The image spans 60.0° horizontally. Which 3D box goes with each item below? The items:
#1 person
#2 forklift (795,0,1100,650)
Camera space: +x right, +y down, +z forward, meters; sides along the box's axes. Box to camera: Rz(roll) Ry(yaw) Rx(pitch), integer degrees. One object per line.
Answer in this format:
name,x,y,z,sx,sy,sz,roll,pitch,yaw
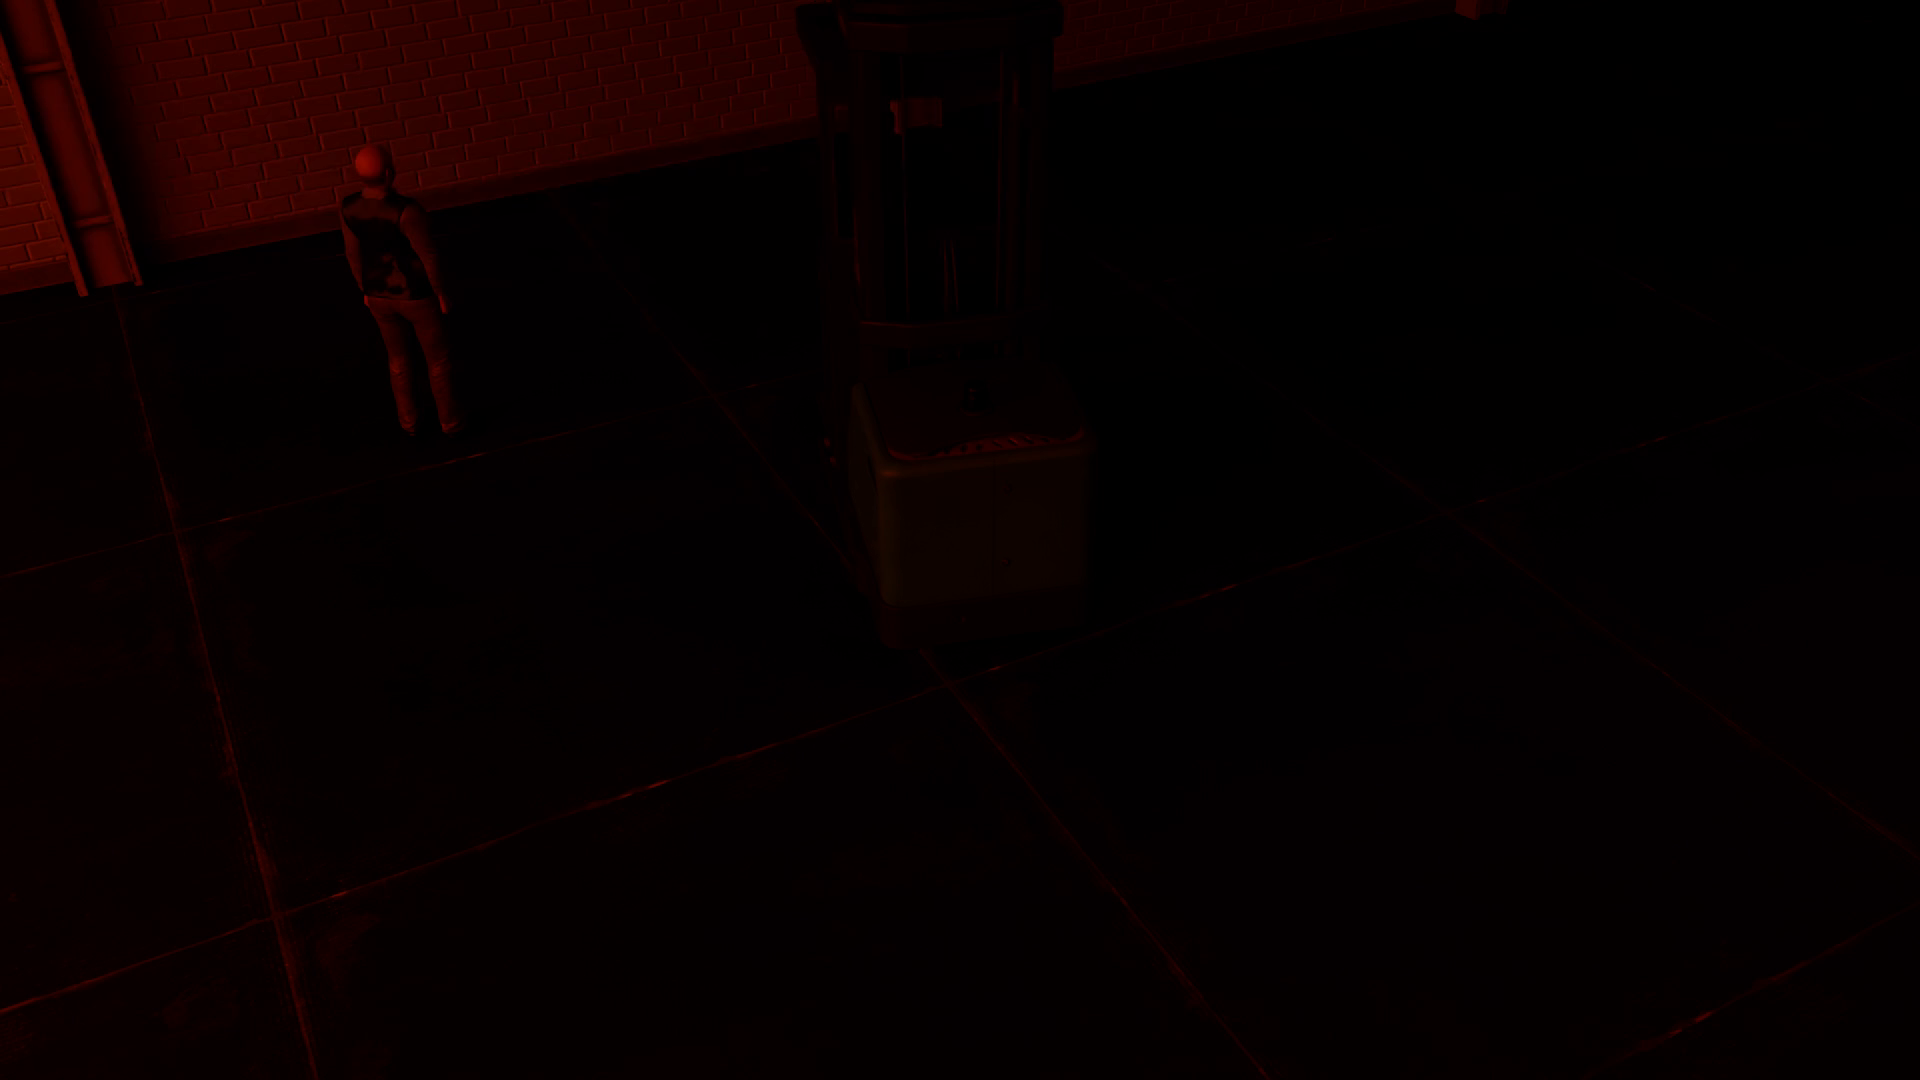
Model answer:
person,-3.015,-1.339,9.066,0.525,1.724,0.376,6,36,9
forklift,-0.169,-1.529,8.286,1.130,2.935,3.031,-7,36,-10
